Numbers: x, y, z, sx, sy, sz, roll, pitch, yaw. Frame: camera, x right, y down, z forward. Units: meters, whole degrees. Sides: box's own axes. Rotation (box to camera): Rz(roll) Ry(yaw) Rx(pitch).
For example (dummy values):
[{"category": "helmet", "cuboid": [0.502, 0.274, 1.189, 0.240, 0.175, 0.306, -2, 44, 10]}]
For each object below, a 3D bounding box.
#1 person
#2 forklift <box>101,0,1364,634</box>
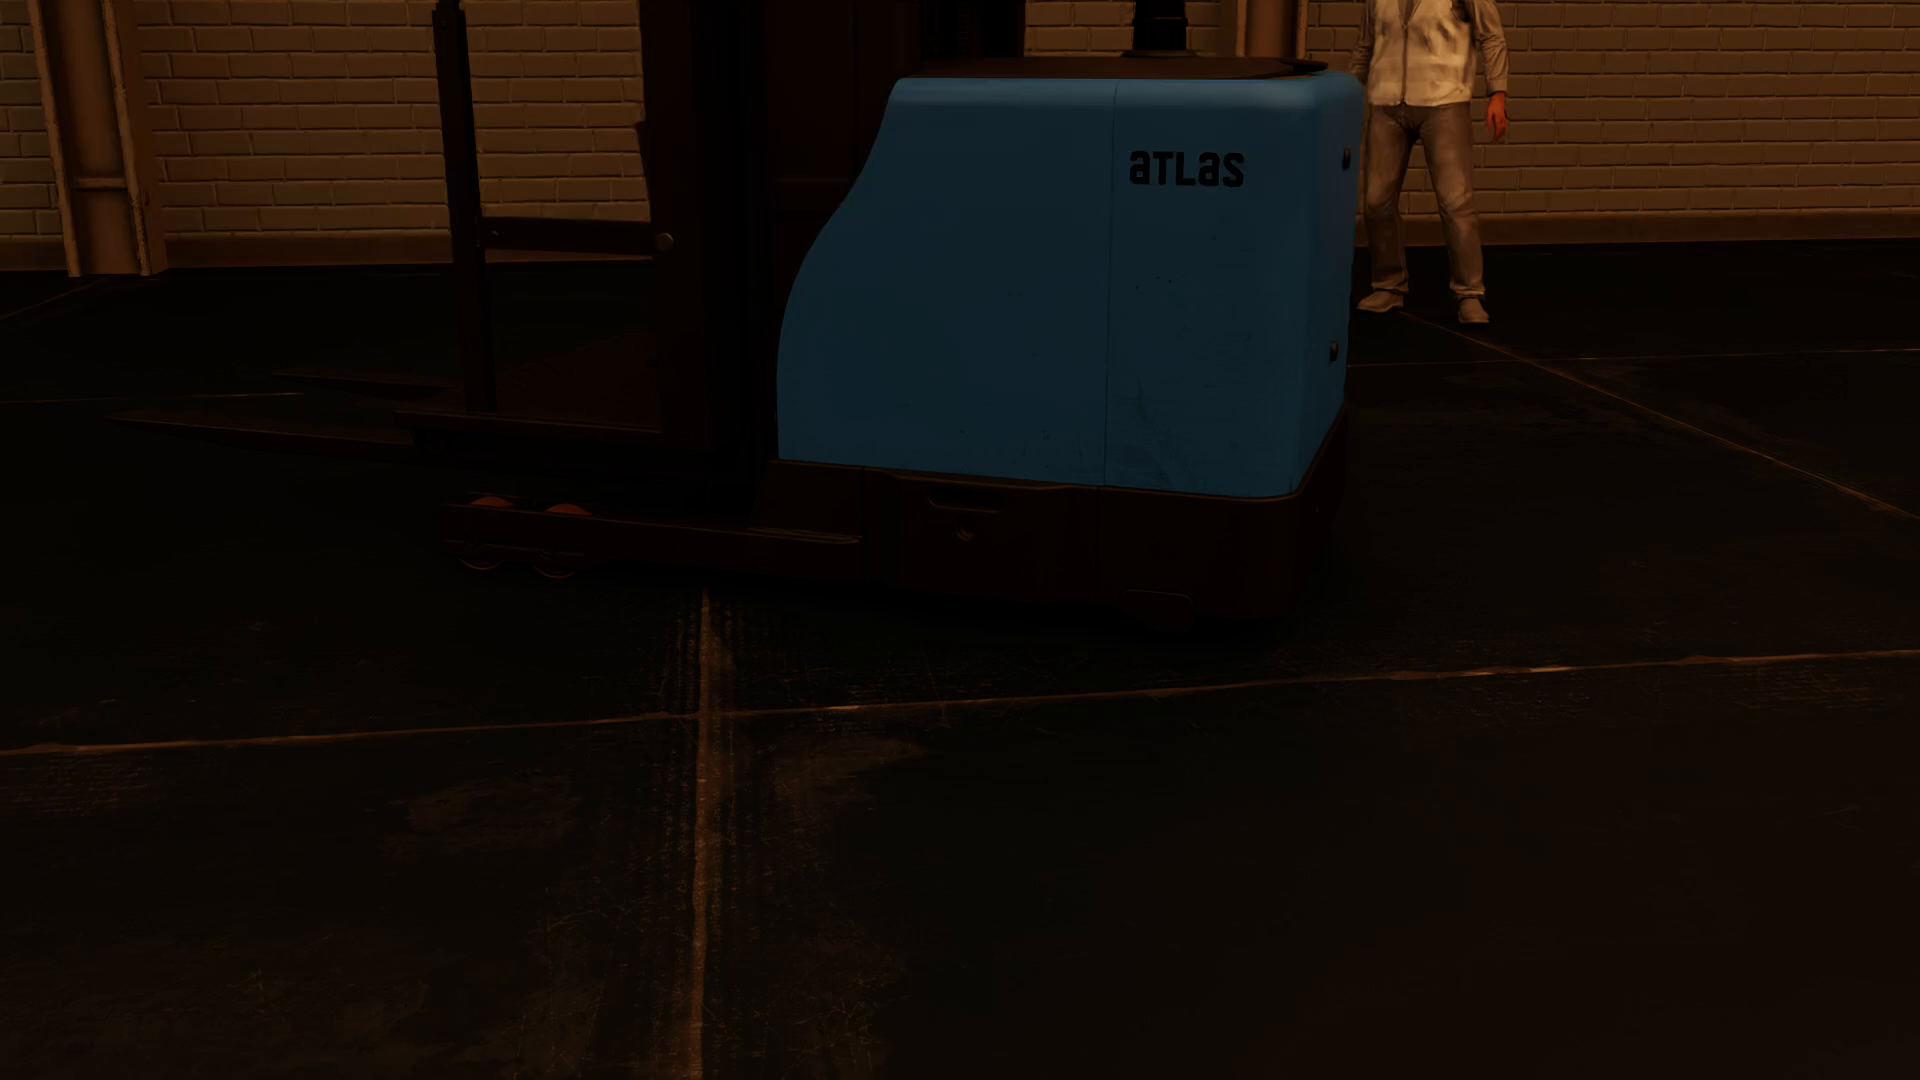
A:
[{"category": "person", "cuboid": [1.933, -1.815, 6.964, 0.796, 1.746, 0.431, 12, 20, 34]}, {"category": "forklift", "cuboid": [-0.644, -1.453, 3.709, 3.031, 2.935, 1.130, 6, 18, 18]}]
